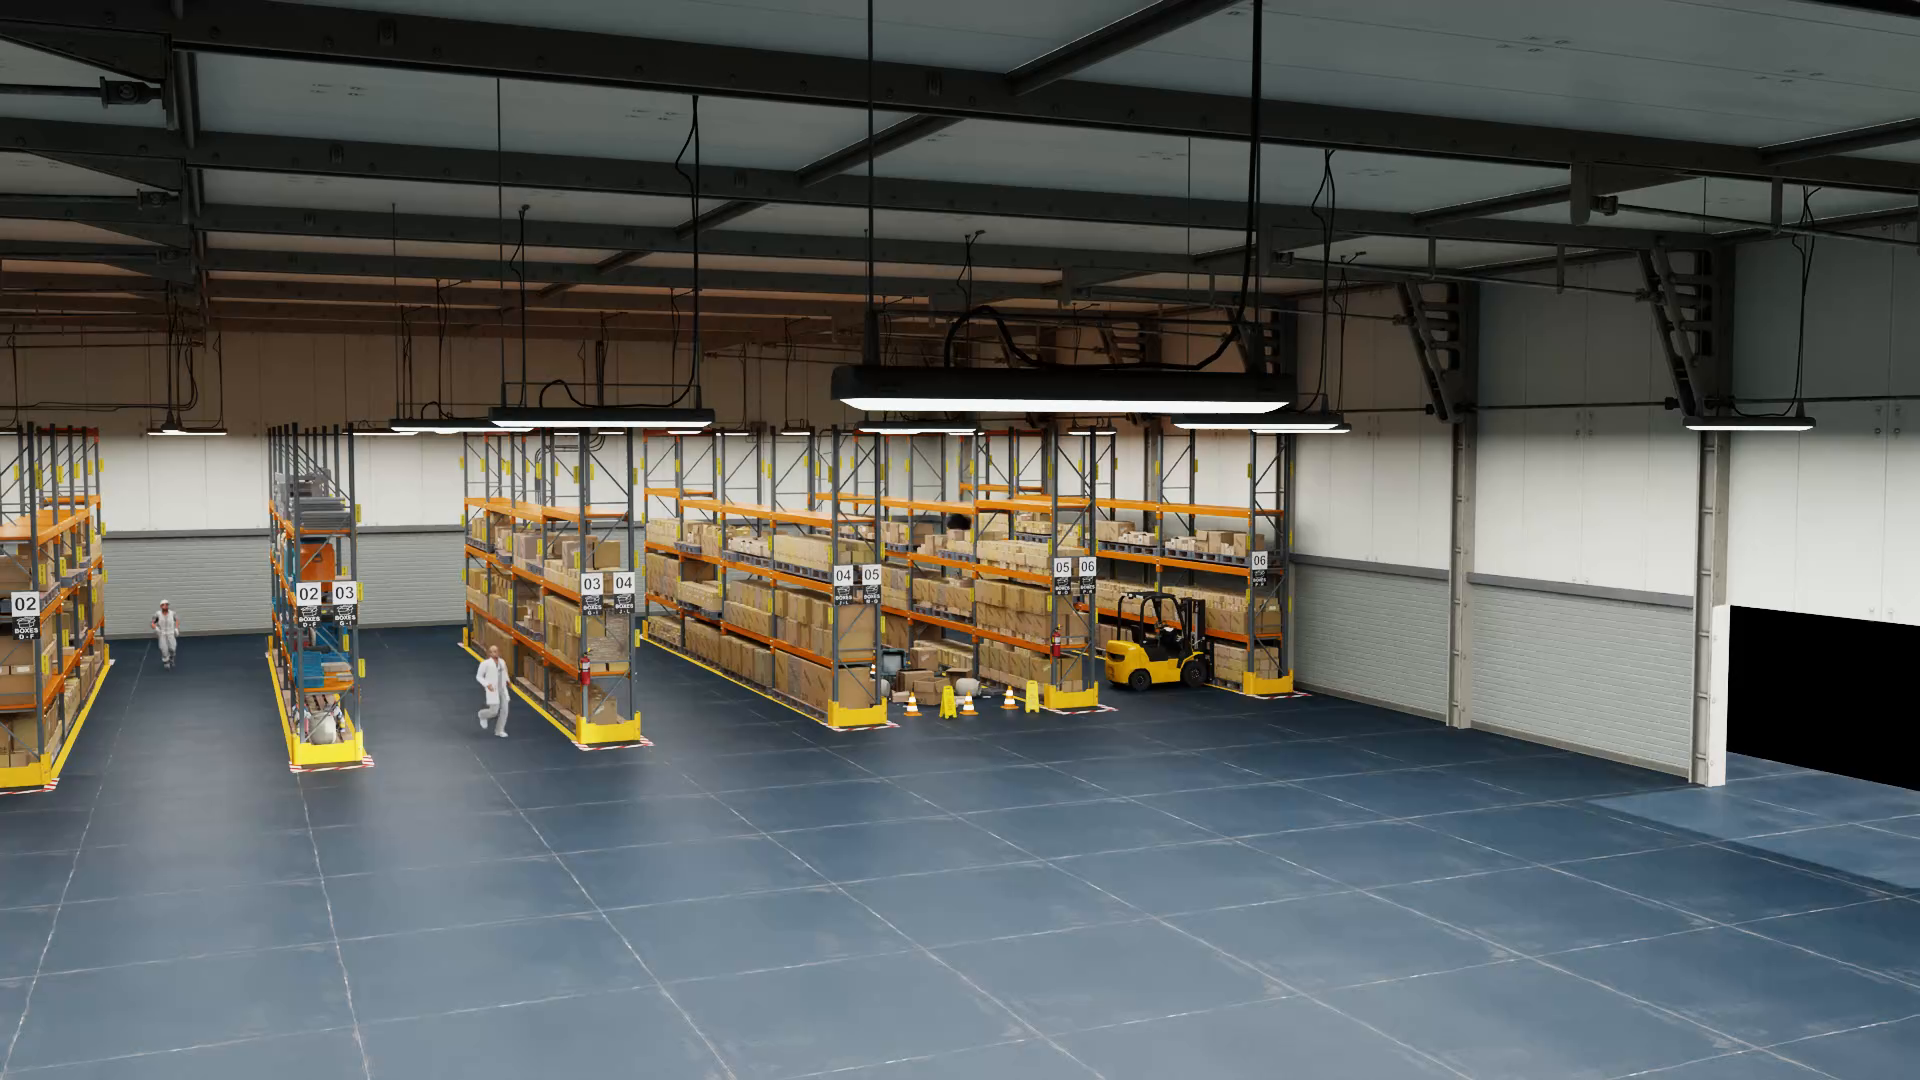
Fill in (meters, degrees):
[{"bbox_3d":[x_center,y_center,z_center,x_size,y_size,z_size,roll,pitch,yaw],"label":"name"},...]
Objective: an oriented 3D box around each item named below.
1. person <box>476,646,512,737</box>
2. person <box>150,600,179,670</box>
[{"bbox_3d":[-8.950,2.901,31.988,0.799,1.739,0.723,3,5,40],"label":"person"},{"bbox_3d":[-19.542,2.343,40.913,0.658,1.745,0.577,-2,4,-31],"label":"person"}]
